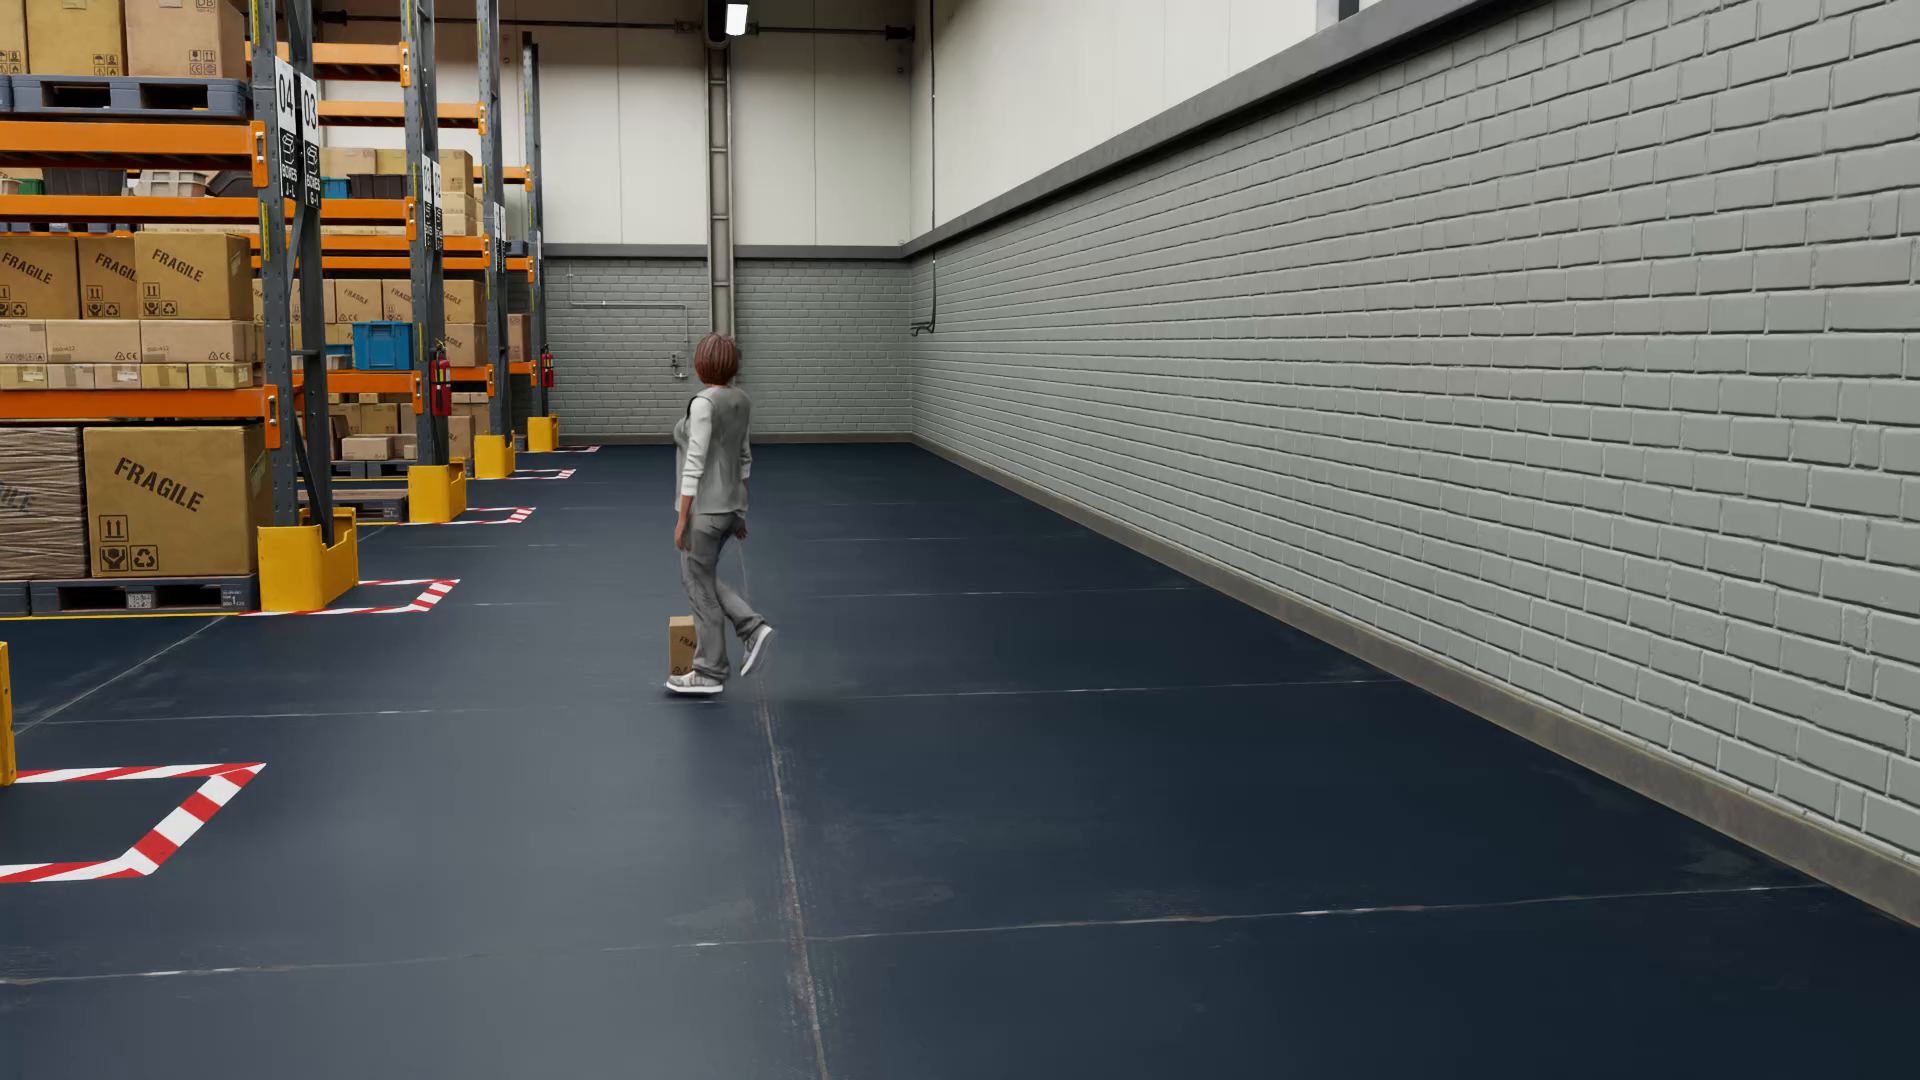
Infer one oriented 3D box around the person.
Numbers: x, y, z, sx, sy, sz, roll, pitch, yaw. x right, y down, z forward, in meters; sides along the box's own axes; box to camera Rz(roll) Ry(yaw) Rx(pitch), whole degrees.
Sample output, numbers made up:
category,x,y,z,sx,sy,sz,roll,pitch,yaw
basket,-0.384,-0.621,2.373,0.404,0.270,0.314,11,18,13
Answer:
category,x,y,z,sx,sy,sz,roll,pitch,yaw
person,-1.077,-0.112,7.344,0.475,1.588,0.428,2,7,19
